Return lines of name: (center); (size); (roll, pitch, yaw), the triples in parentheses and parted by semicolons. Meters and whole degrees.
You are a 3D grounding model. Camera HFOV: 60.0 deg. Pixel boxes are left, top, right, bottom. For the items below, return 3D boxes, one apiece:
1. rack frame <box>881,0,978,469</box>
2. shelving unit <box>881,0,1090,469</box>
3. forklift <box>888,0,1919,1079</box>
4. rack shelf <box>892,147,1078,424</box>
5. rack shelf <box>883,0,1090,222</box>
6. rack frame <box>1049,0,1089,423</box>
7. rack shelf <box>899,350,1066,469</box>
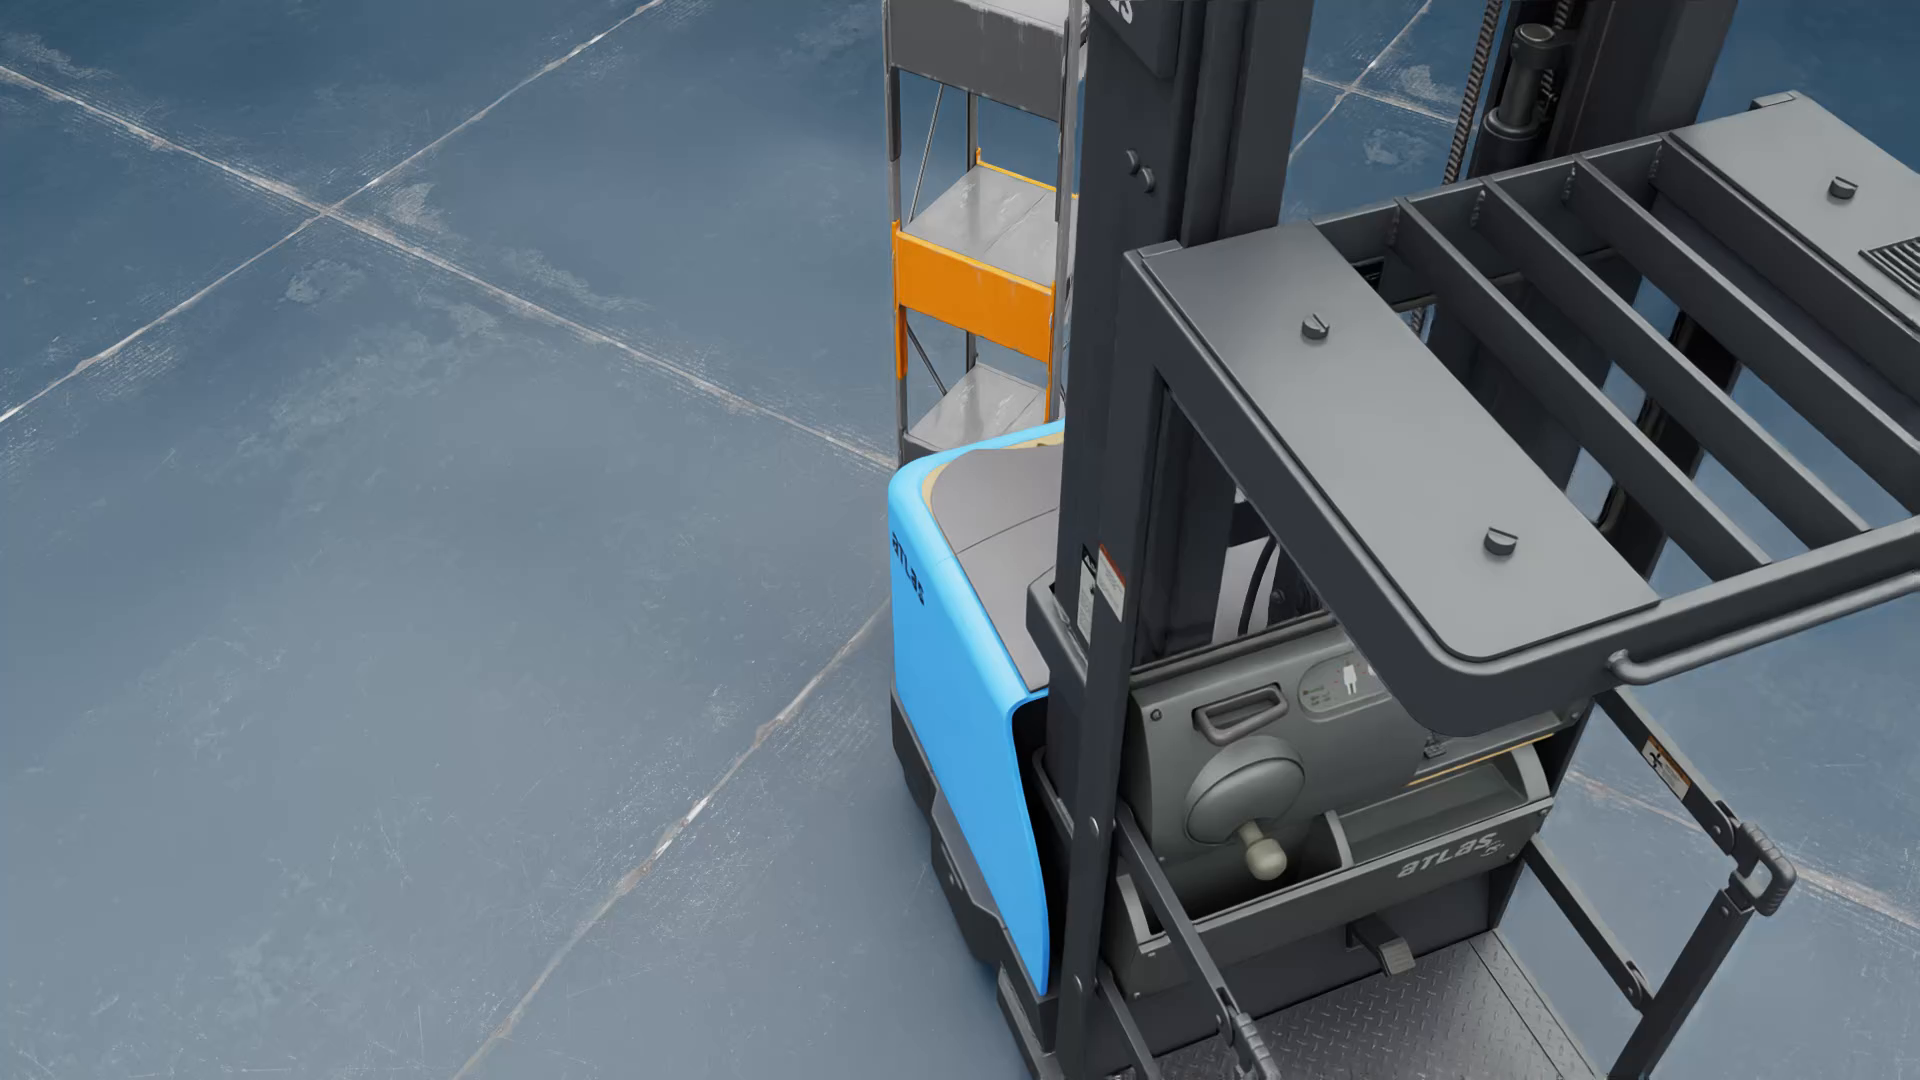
rack frame: (-0.066, -0.762, 4.526); (0.015, 2.100, 0.400); (25, 51, 22)
shelving unit: (0.139, -0.668, 4.435); (0.503, 2.100, 0.431); (25, 51, 22)
forklift: (0.826, 0.407, 2.811); (1.130, 2.935, 3.031); (-16, 48, -15)
rack shelf: (0.139, -0.658, 4.444); (0.480, 0.518, 0.431); (25, 51, 22)
rack shelf: (0.139, -1.146, 3.942); (0.480, 0.518, 0.431); (25, 51, 22)
rack frame: (0.345, -0.573, 4.343); (0.015, 2.100, 0.400); (25, 51, 22)
rack shelf: (0.139, -0.170, 4.946); (0.480, 0.518, 0.431); (25, 51, 22)
